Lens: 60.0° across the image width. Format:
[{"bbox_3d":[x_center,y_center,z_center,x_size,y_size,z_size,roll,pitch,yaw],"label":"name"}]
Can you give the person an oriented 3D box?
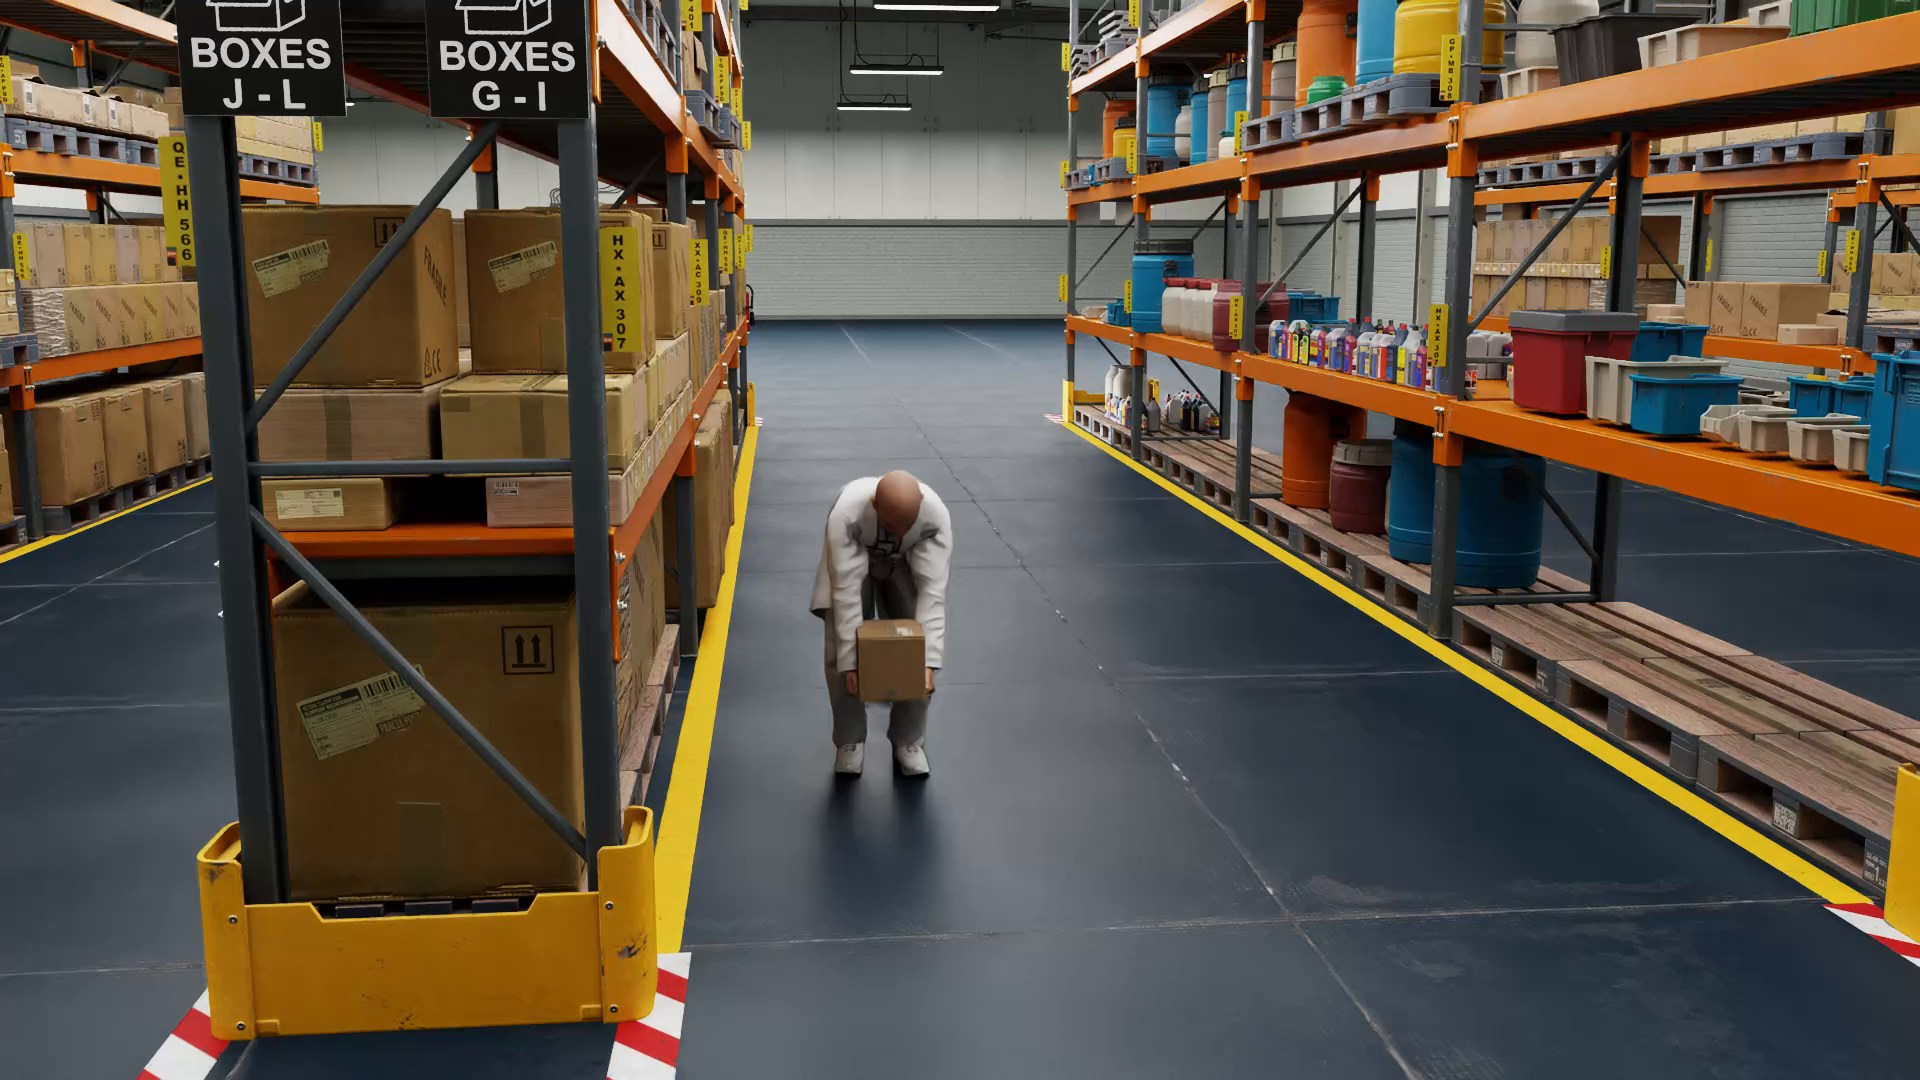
[{"bbox_3d":[-0.301,0.334,6.539,0.562,1.258,0.909,-1,10,-8],"label":"person"}]
